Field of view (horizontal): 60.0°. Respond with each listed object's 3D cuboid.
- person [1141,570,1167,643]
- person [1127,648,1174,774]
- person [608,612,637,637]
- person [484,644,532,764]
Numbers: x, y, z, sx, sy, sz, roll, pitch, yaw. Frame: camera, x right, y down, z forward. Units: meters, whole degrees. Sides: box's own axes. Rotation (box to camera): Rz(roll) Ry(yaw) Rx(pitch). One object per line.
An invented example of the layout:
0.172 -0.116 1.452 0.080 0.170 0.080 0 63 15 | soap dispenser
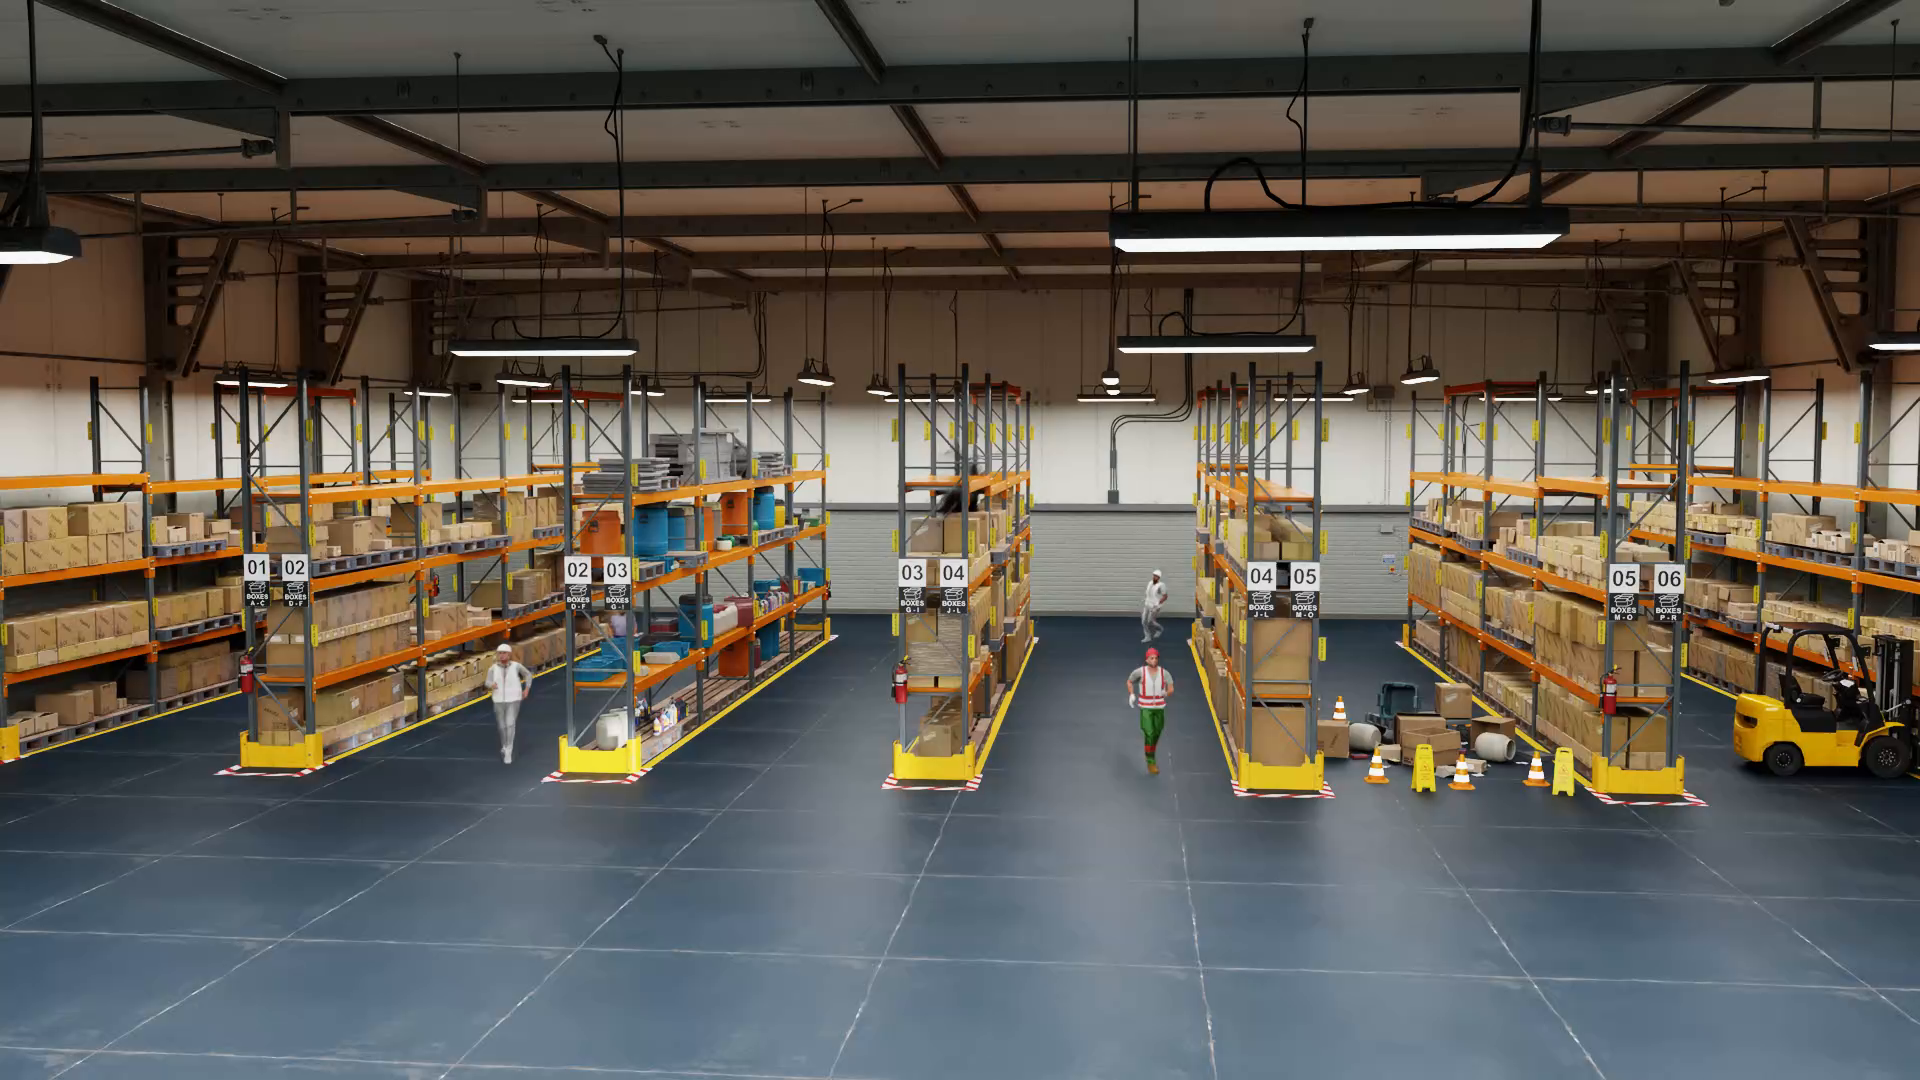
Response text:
4.675 1.588 39.811 0.654 1.740 0.738 -3 5 -37 | person
2.844 2.496 24.648 0.658 1.792 0.923 -1 4 -10 | person
-6.805 1.704 33.514 0.579 0.508 0.361 -1 4 -8 | person
-6.960 2.498 25.553 0.660 1.810 0.797 0 4 -1 | person
